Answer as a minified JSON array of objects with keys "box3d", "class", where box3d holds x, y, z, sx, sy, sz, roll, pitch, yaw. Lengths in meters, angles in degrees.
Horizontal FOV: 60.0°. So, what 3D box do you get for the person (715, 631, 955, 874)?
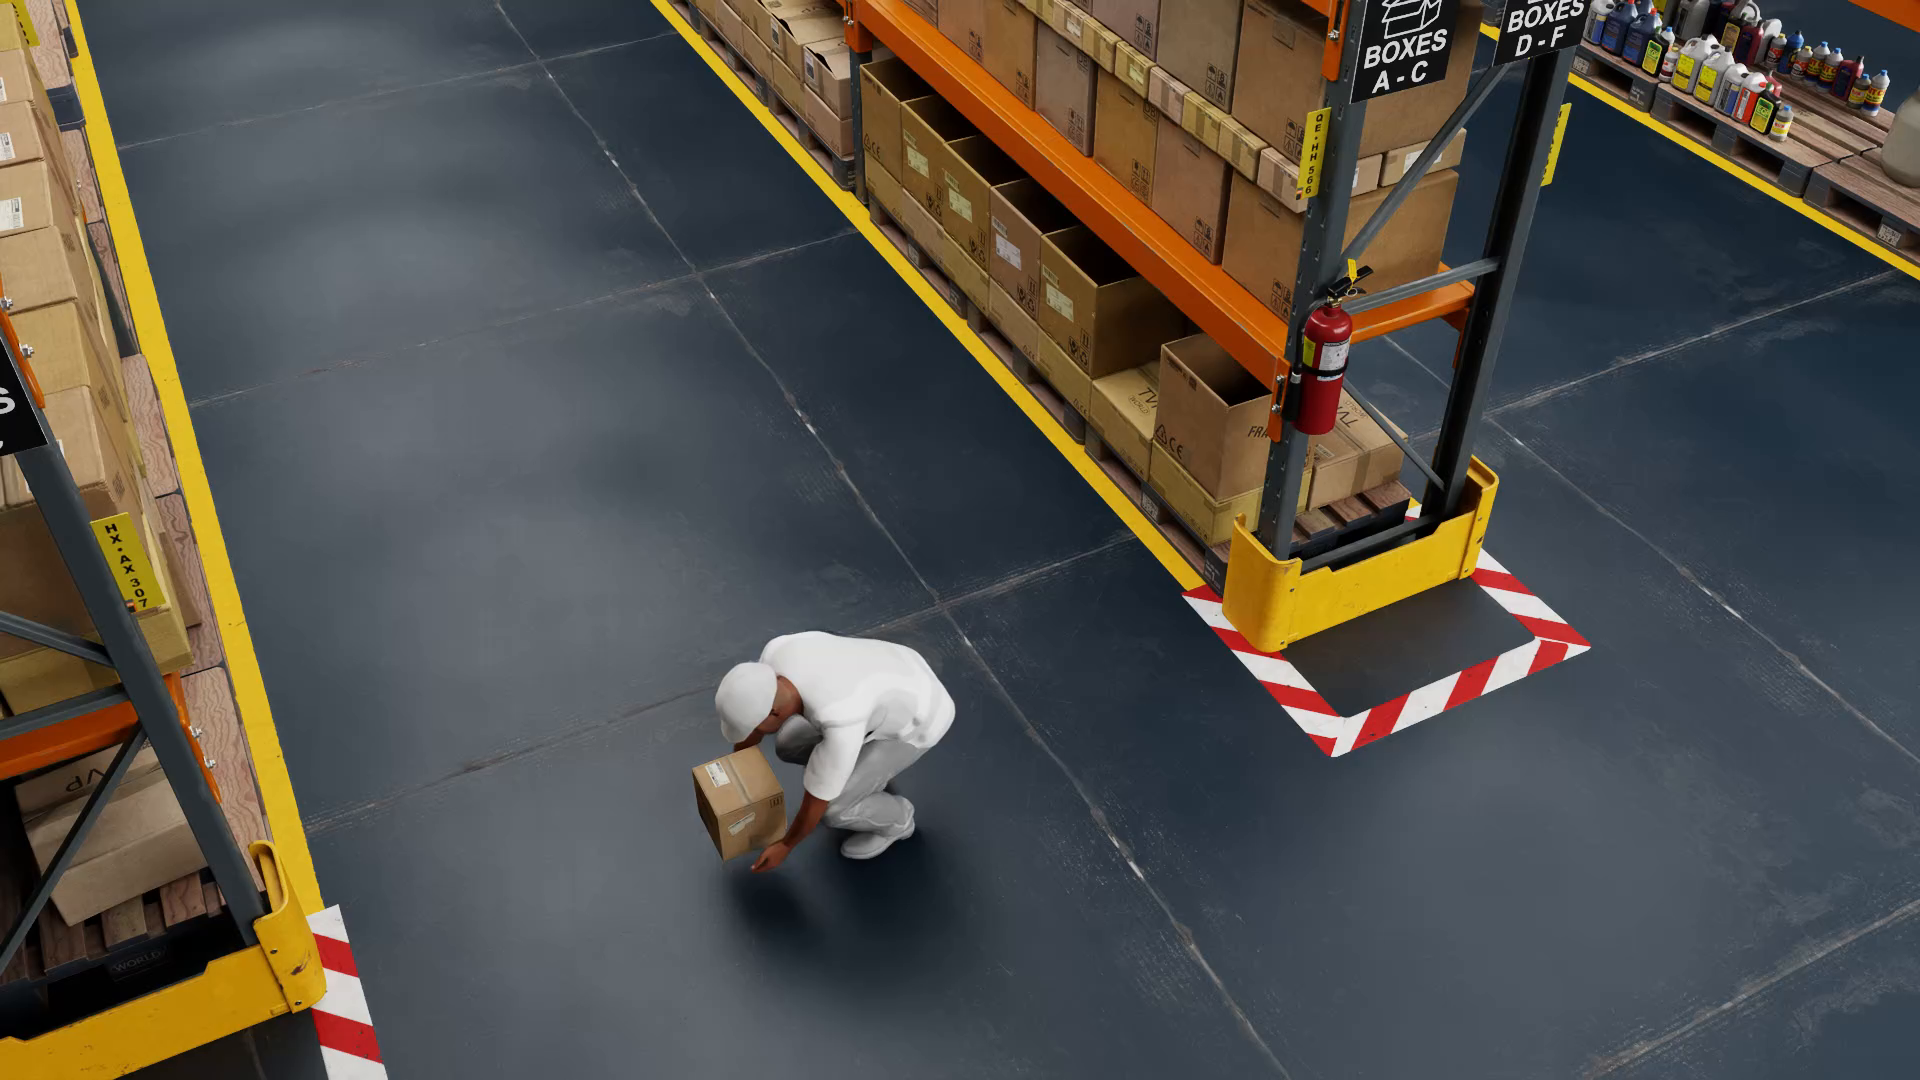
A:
[{"box3d":[-0.442,0.709,5.882,0.888,1.040,0.587,-19,44,-20],"class":"person"}]
